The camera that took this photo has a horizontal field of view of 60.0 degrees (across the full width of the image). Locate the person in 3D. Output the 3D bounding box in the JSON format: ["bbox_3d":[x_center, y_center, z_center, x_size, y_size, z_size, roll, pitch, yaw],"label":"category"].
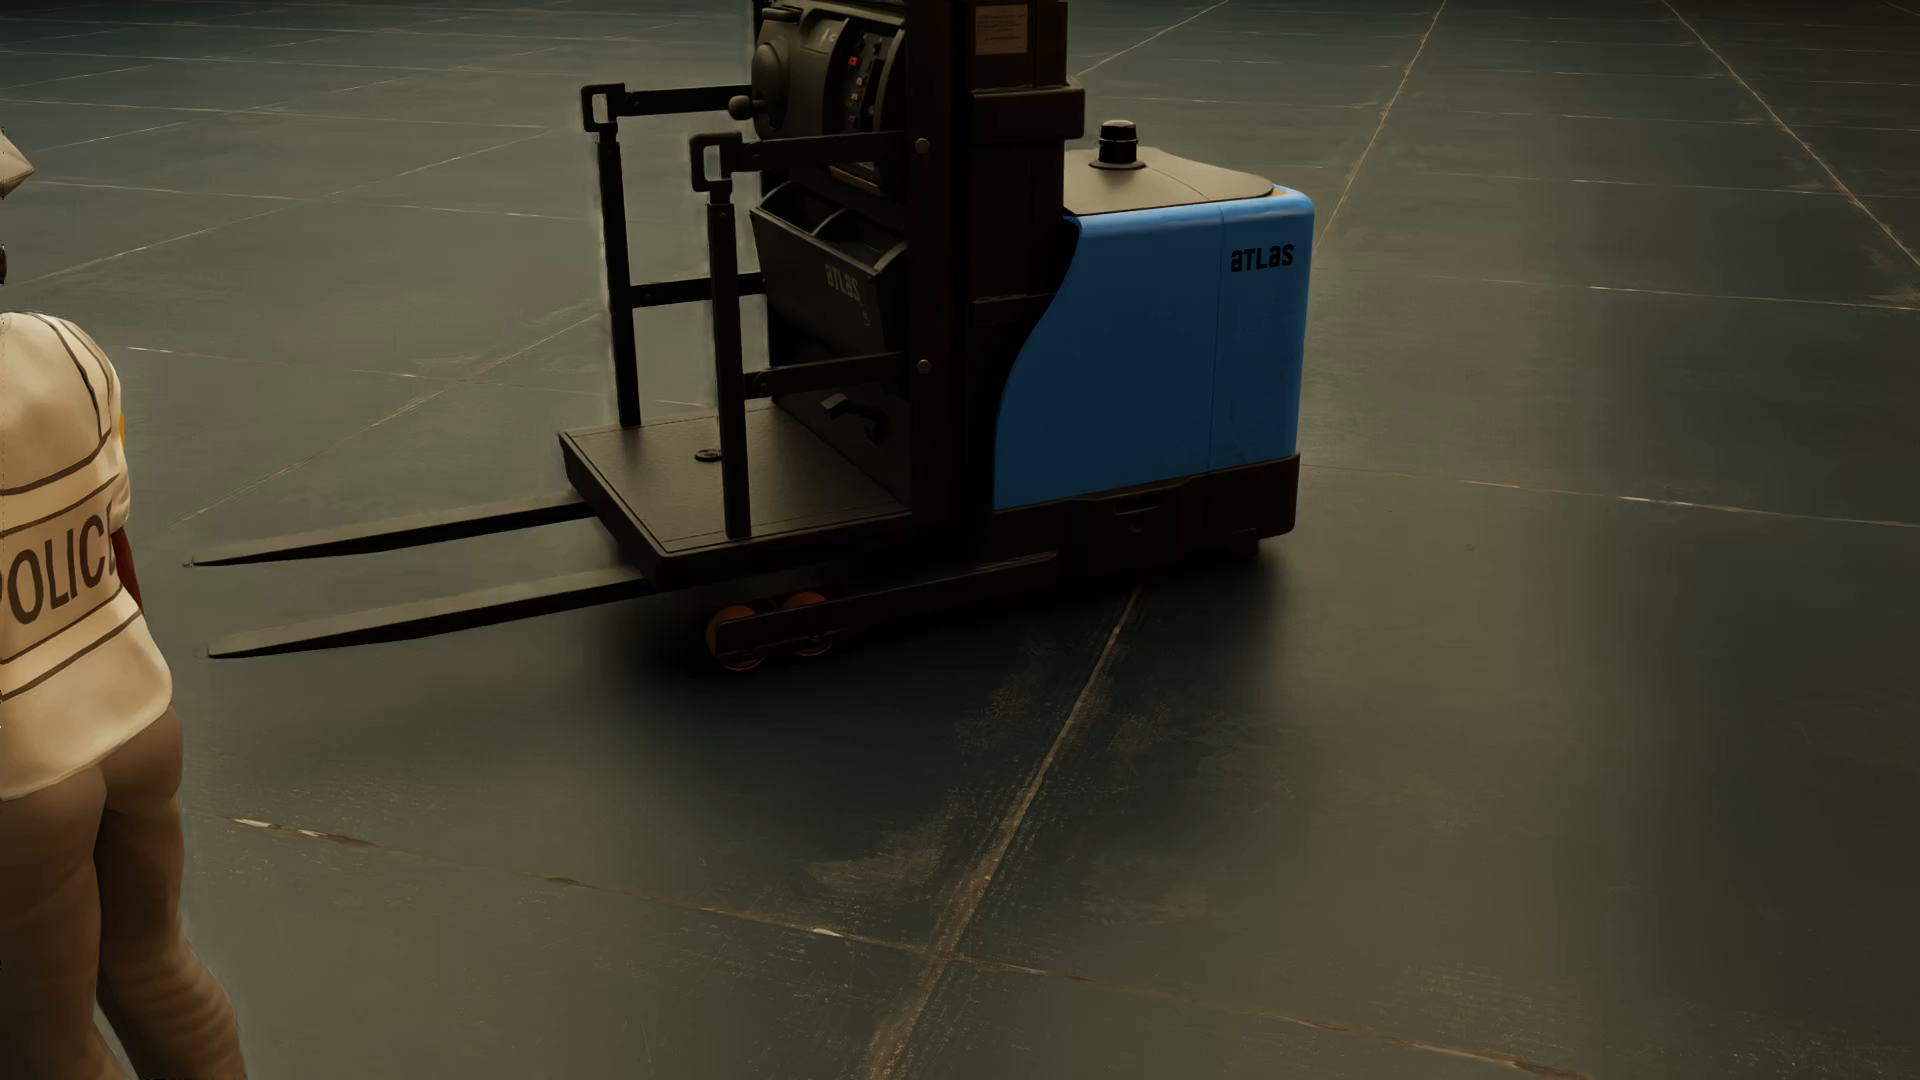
[{"bbox_3d":[-1.192,0.290,2.119,0.336,1.690,0.446,5,23,12],"label":"person"}]

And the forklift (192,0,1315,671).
[{"bbox_3d":[-0.540,-1.245,4.296,3.031,2.935,1.130,-11,25,-24],"label":"forklift"}]
